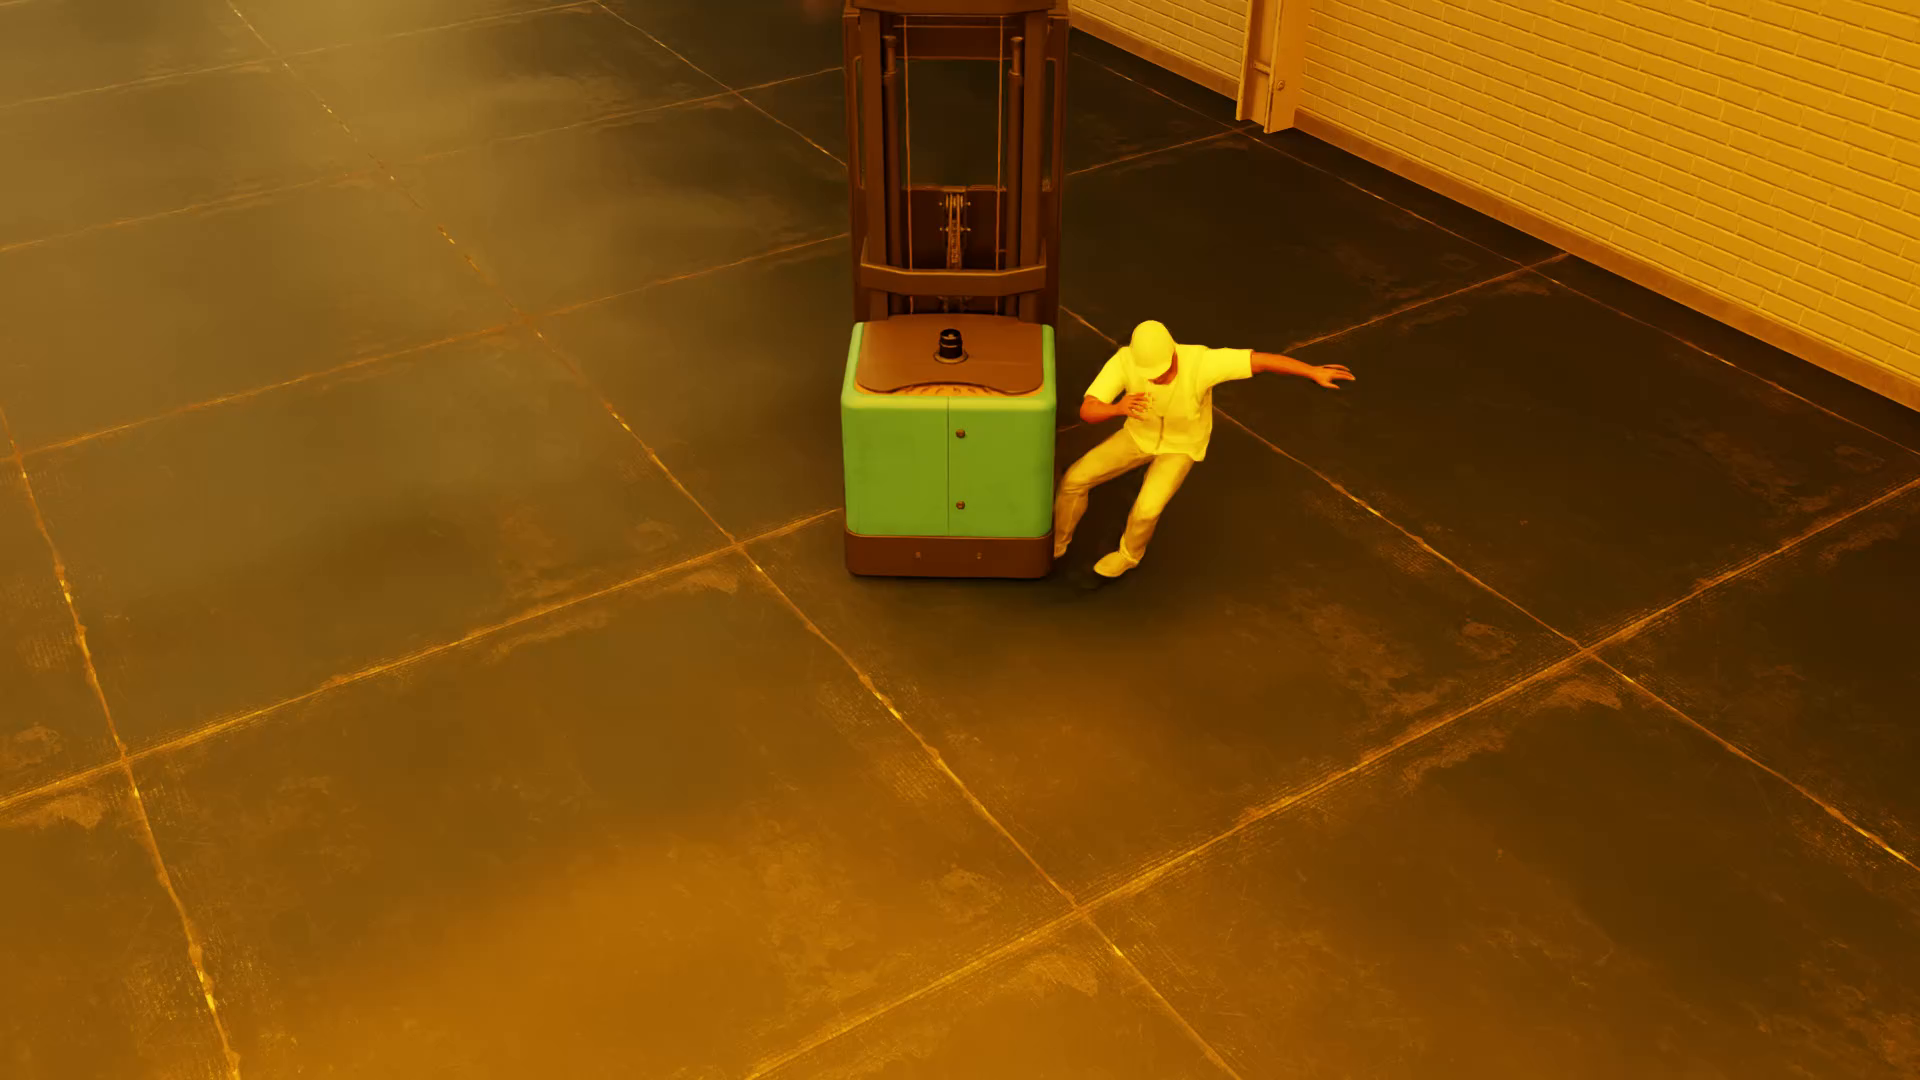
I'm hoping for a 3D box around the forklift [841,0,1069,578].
[{"bbox_3d":[-0.013,-1.826,8.746,1.130,2.935,3.031,1,35,1],"label":"forklift"}]

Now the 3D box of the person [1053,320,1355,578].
[{"bbox_3d":[1.055,-0.402,8.041,1.514,1.439,0.743,13,37,18],"label":"person"}]
